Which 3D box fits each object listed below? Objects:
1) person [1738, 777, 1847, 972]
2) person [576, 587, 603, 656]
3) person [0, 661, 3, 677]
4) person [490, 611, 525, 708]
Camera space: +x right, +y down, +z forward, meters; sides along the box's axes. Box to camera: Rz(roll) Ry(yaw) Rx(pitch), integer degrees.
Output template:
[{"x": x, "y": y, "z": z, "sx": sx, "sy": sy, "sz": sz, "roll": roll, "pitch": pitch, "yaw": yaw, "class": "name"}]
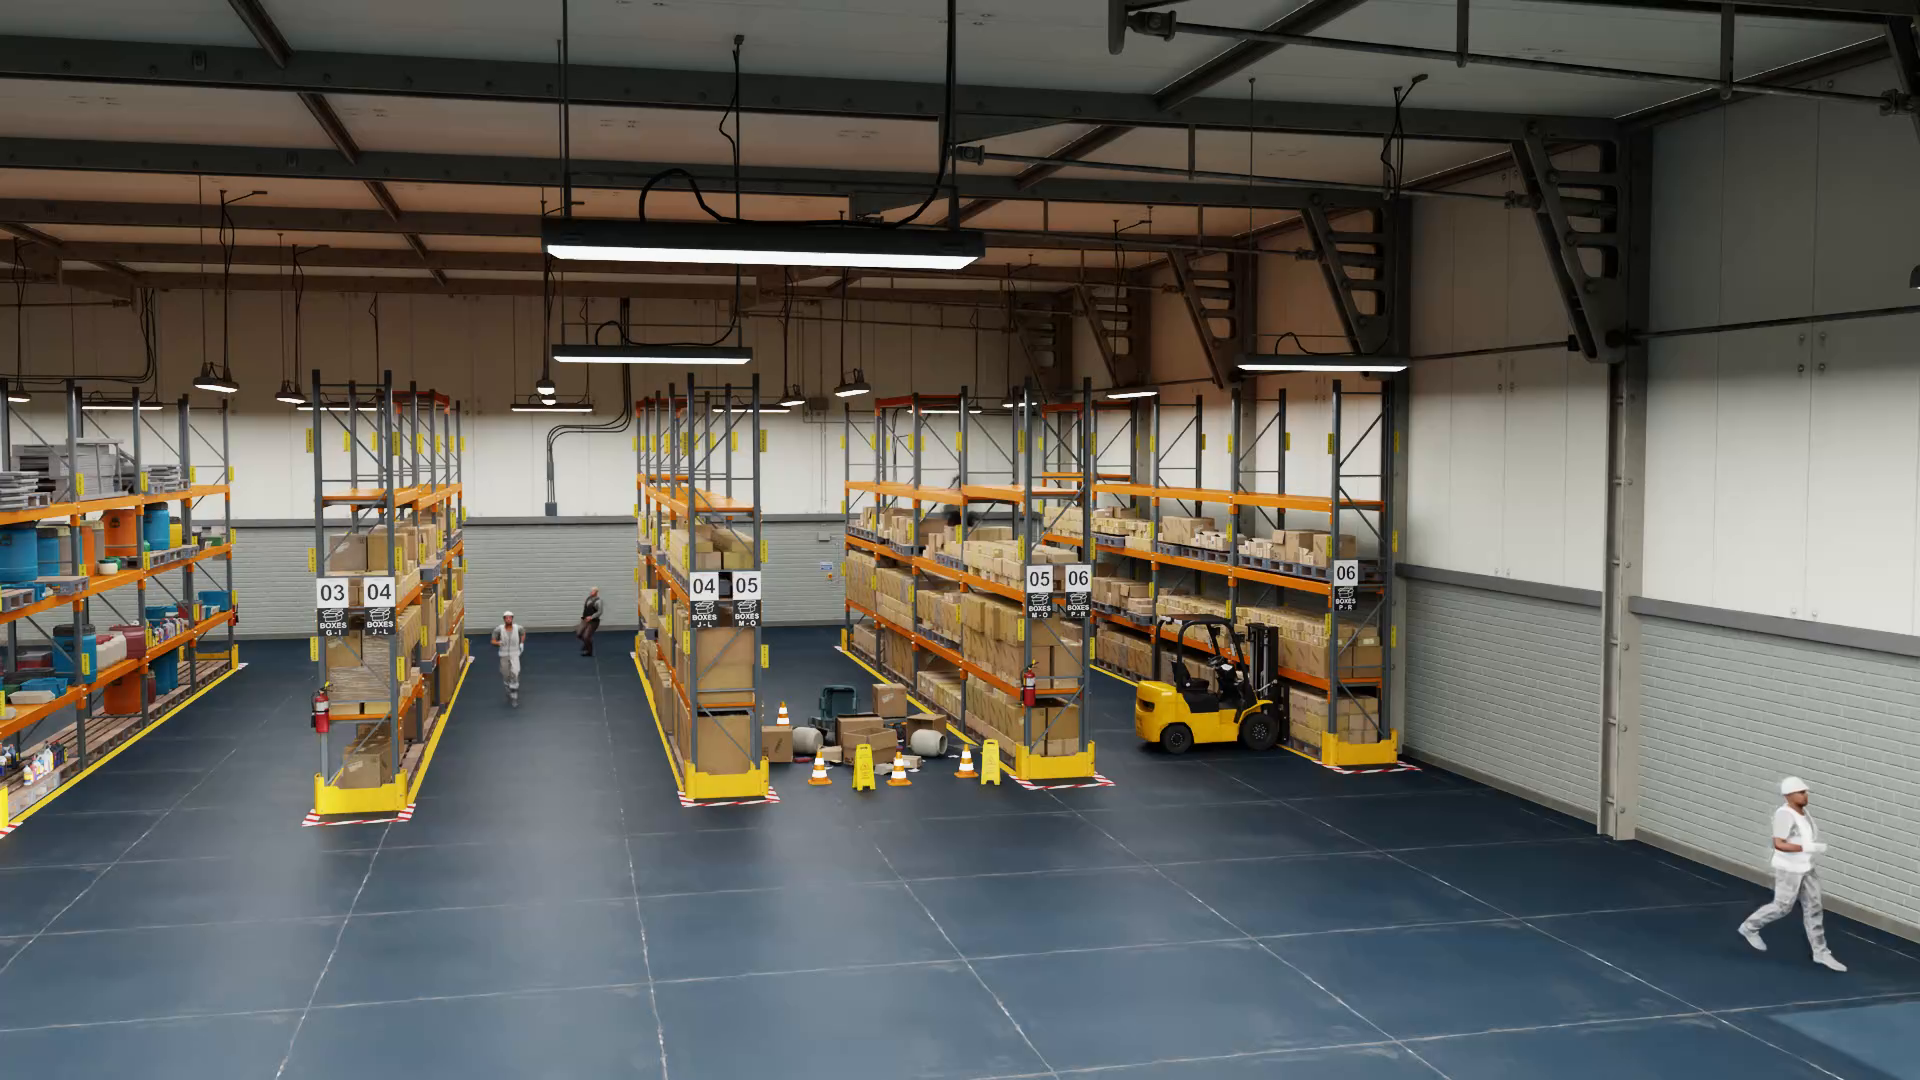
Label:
[{"x": 7.991, "y": 3.161, "z": 15.950, "sx": 0.682, "sy": 1.787, "sz": 0.978, "roll": -3, "pitch": 4, "yaw": -38, "class": "person"}, {"x": -8.697, "y": 1.921, "z": 39.054, "sx": 0.677, "sy": 1.650, "sz": 0.570, "roll": 2, "pitch": 4, "yaw": 31, "class": "person"}, {"x": -15.938, "y": 2.521, "z": 27.077, "sx": 0.695, "sy": 1.783, "sz": 1.043, "roll": -1, "pitch": 3, "yaw": -15, "class": "person"}, {"x": -8.702, "y": 2.273, "z": 32.004, "sx": 0.622, "sy": 1.835, "sz": 1.002, "roll": -1, "pitch": 3, "yaw": -11, "class": "person"}]
